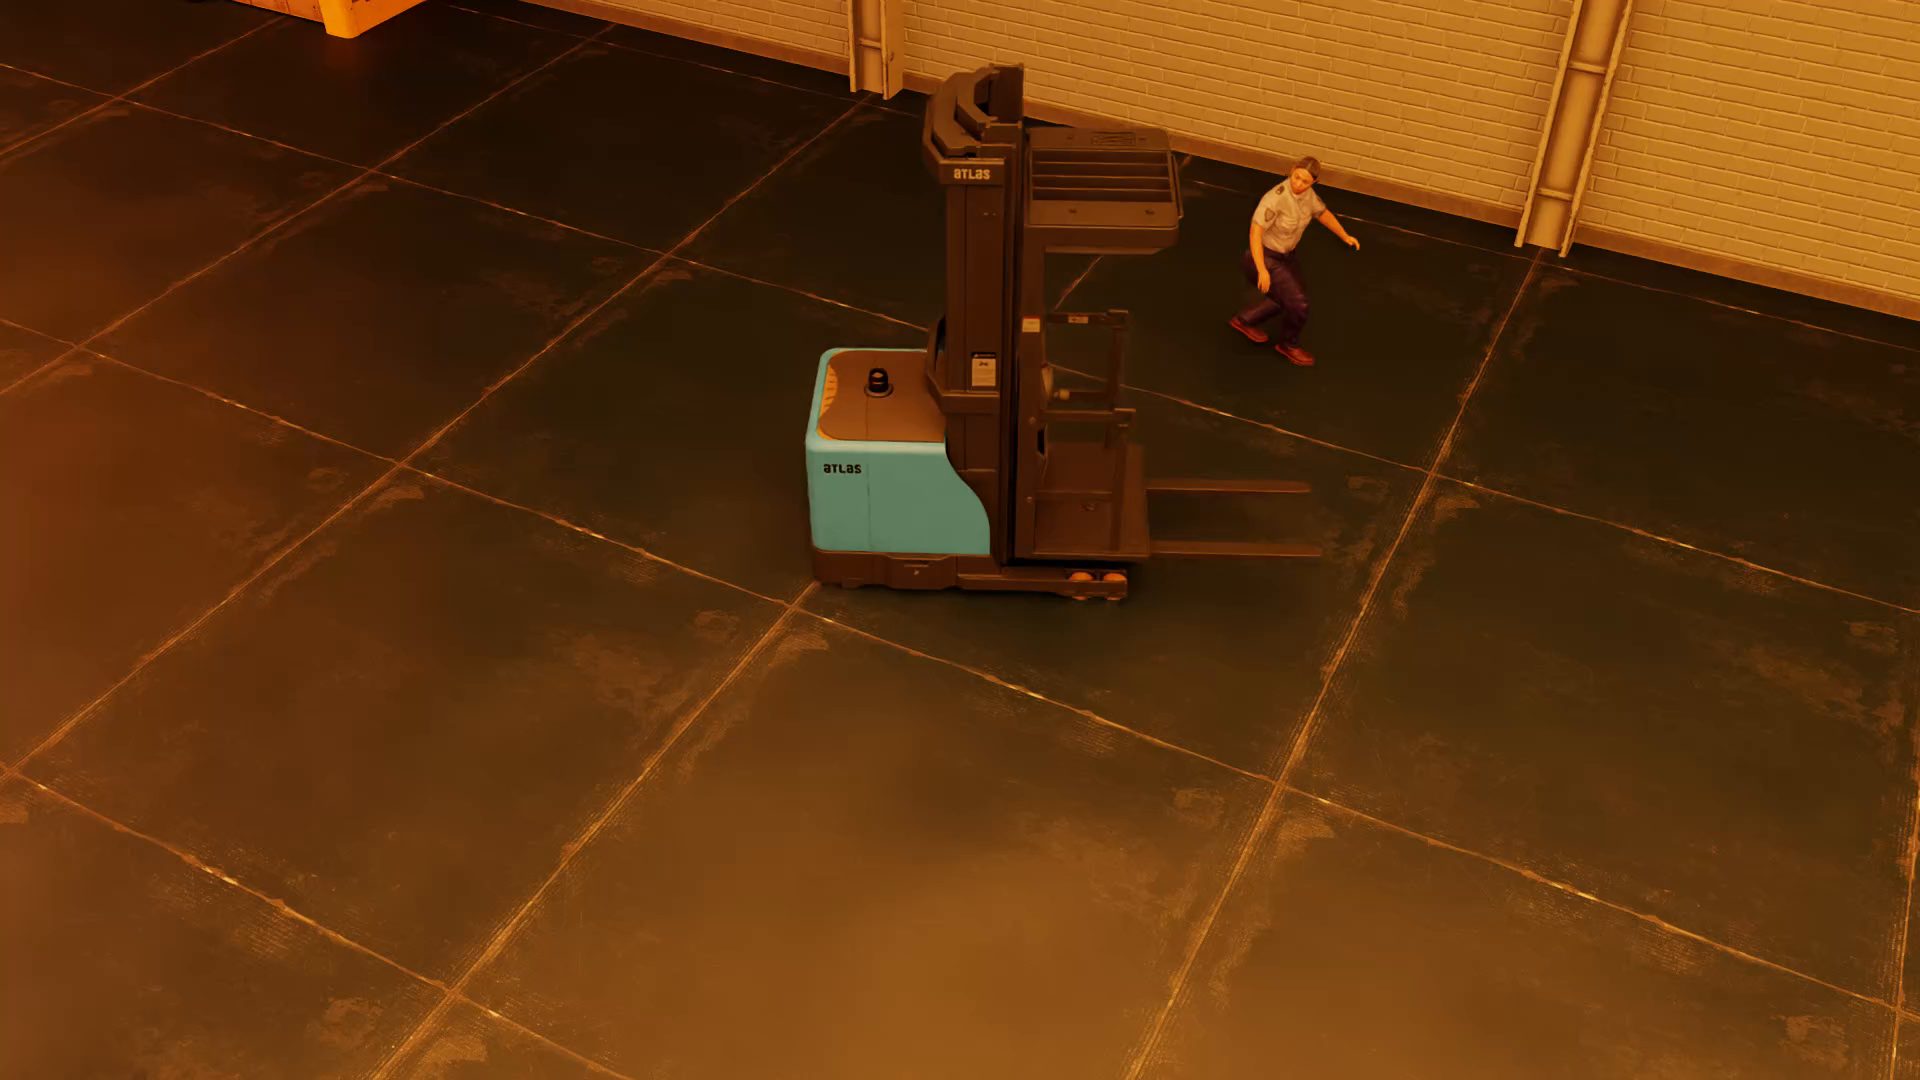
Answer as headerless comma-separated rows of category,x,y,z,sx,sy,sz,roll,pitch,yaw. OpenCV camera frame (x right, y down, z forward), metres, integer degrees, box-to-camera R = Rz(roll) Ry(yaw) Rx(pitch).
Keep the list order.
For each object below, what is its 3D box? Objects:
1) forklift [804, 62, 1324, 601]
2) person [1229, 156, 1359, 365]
forklift,0.646,-1.114,9.309,3.031,2.935,1.130,1,40,2
person,2.251,-1.868,11.308,0.807,1.524,0.817,19,44,21
